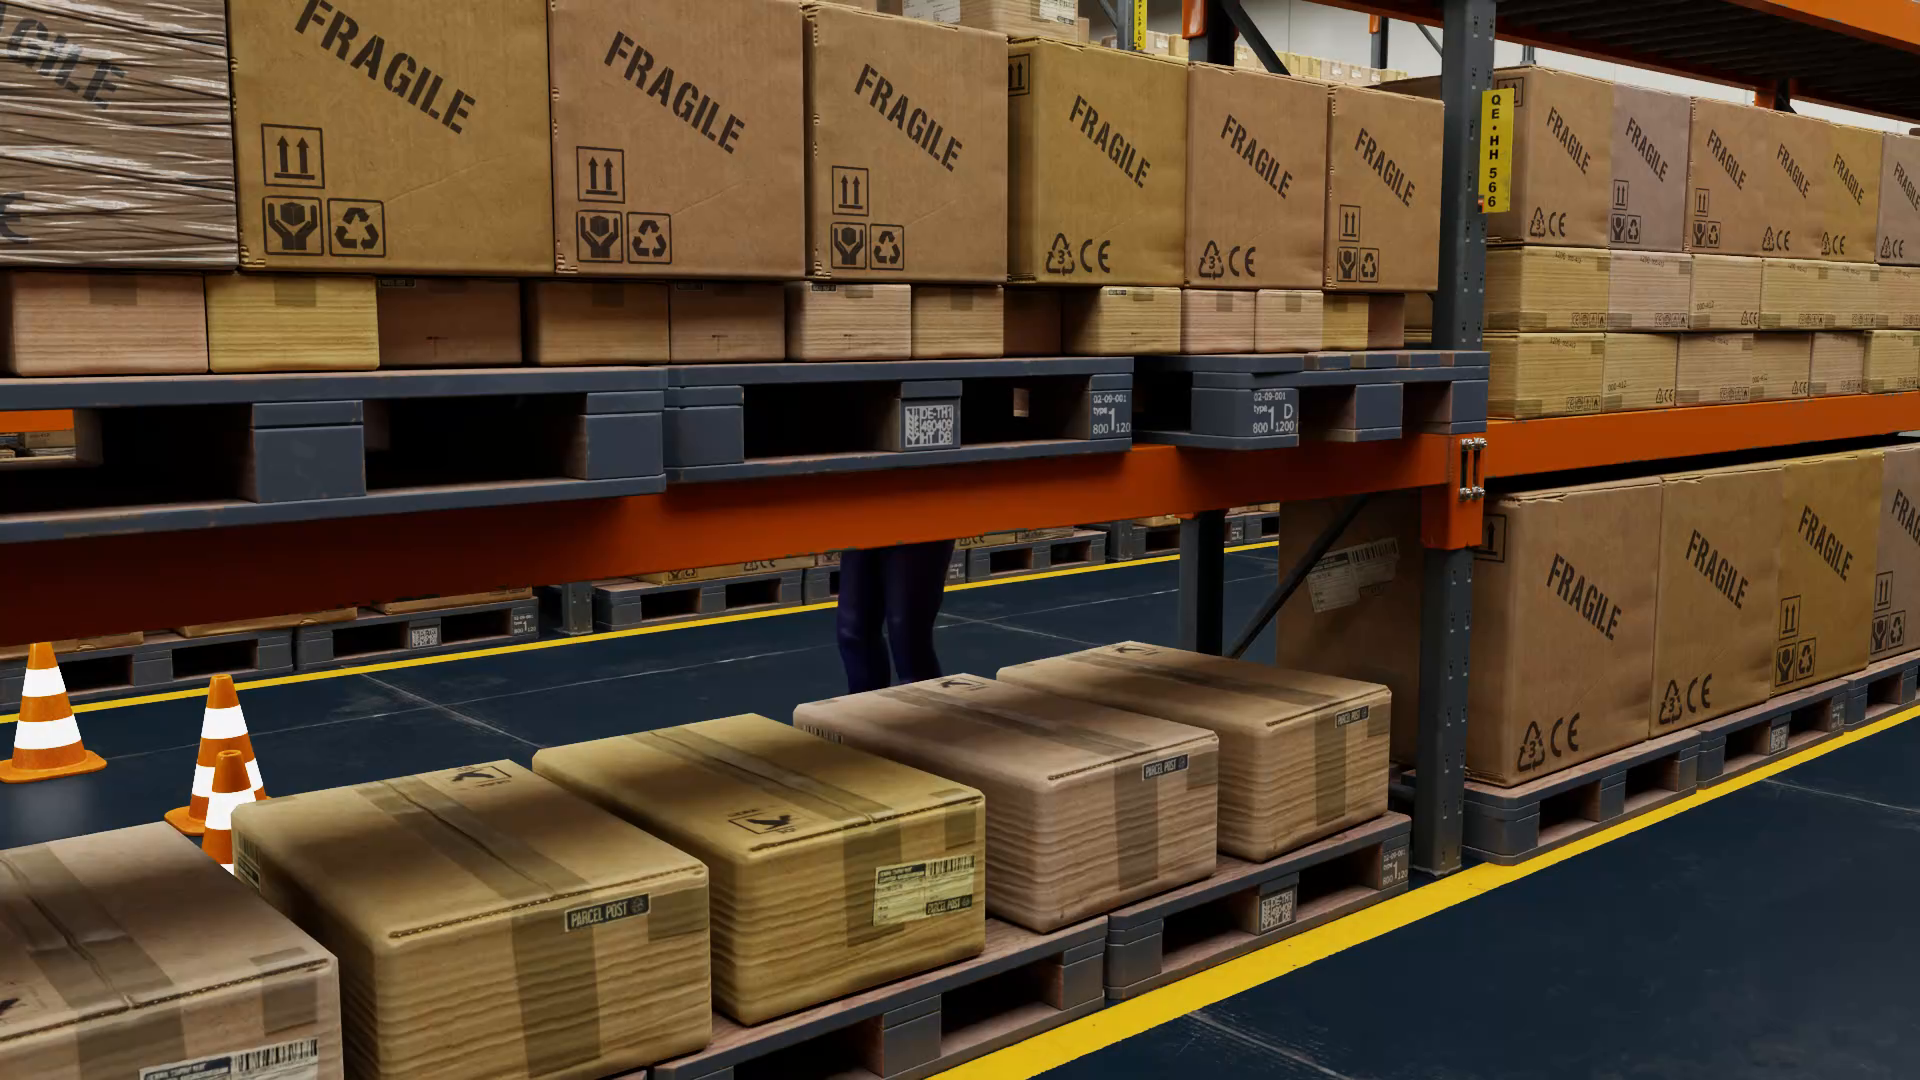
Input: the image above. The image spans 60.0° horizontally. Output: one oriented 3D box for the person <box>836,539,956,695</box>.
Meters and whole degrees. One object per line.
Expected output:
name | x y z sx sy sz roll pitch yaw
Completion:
person | -0.283 0.008 5.834 0.524 1.636 0.453 -7 10 -42
